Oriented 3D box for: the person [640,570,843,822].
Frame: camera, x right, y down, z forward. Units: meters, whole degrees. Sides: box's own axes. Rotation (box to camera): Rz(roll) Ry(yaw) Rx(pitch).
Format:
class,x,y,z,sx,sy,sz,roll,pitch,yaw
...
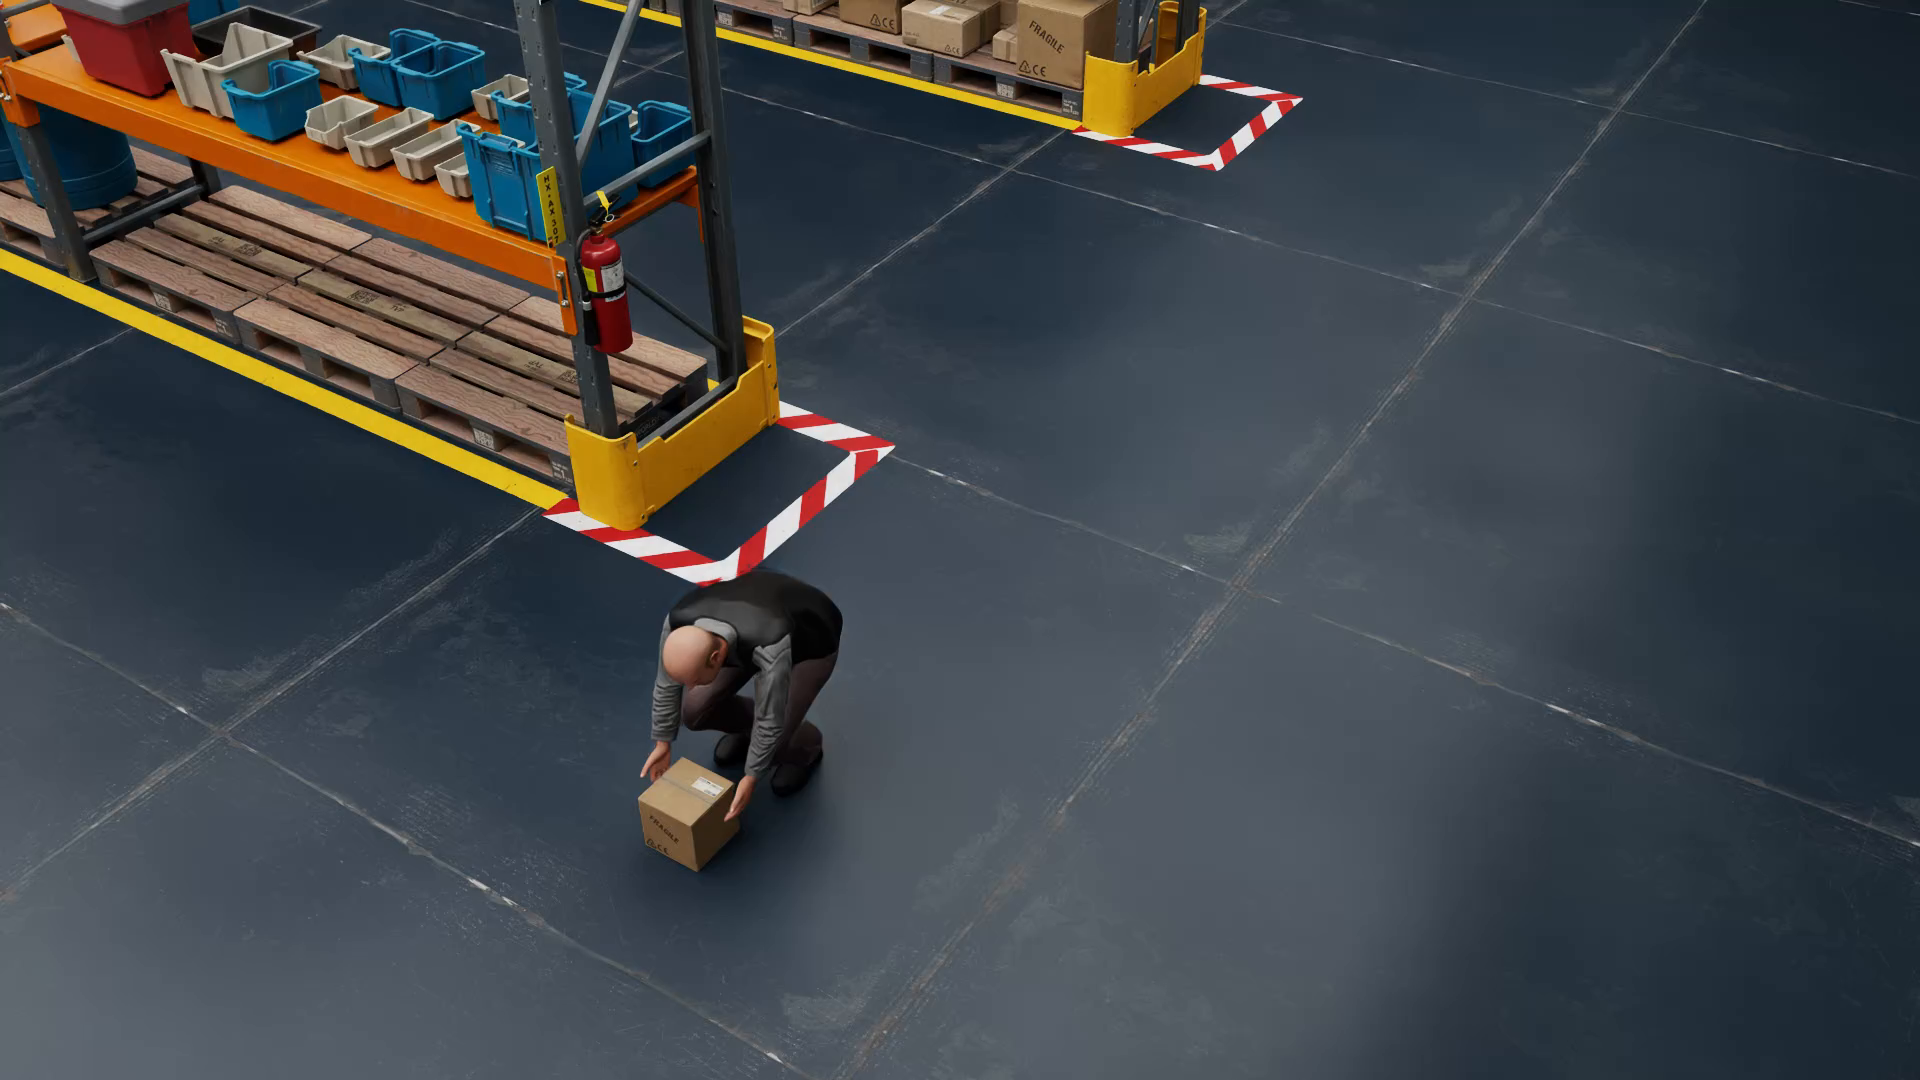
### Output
class,x,y,z,sx,sy,sz,roll,pitch,yaw
person,-0.763,0.520,6.092,0.553,1.008,0.853,21,43,25
